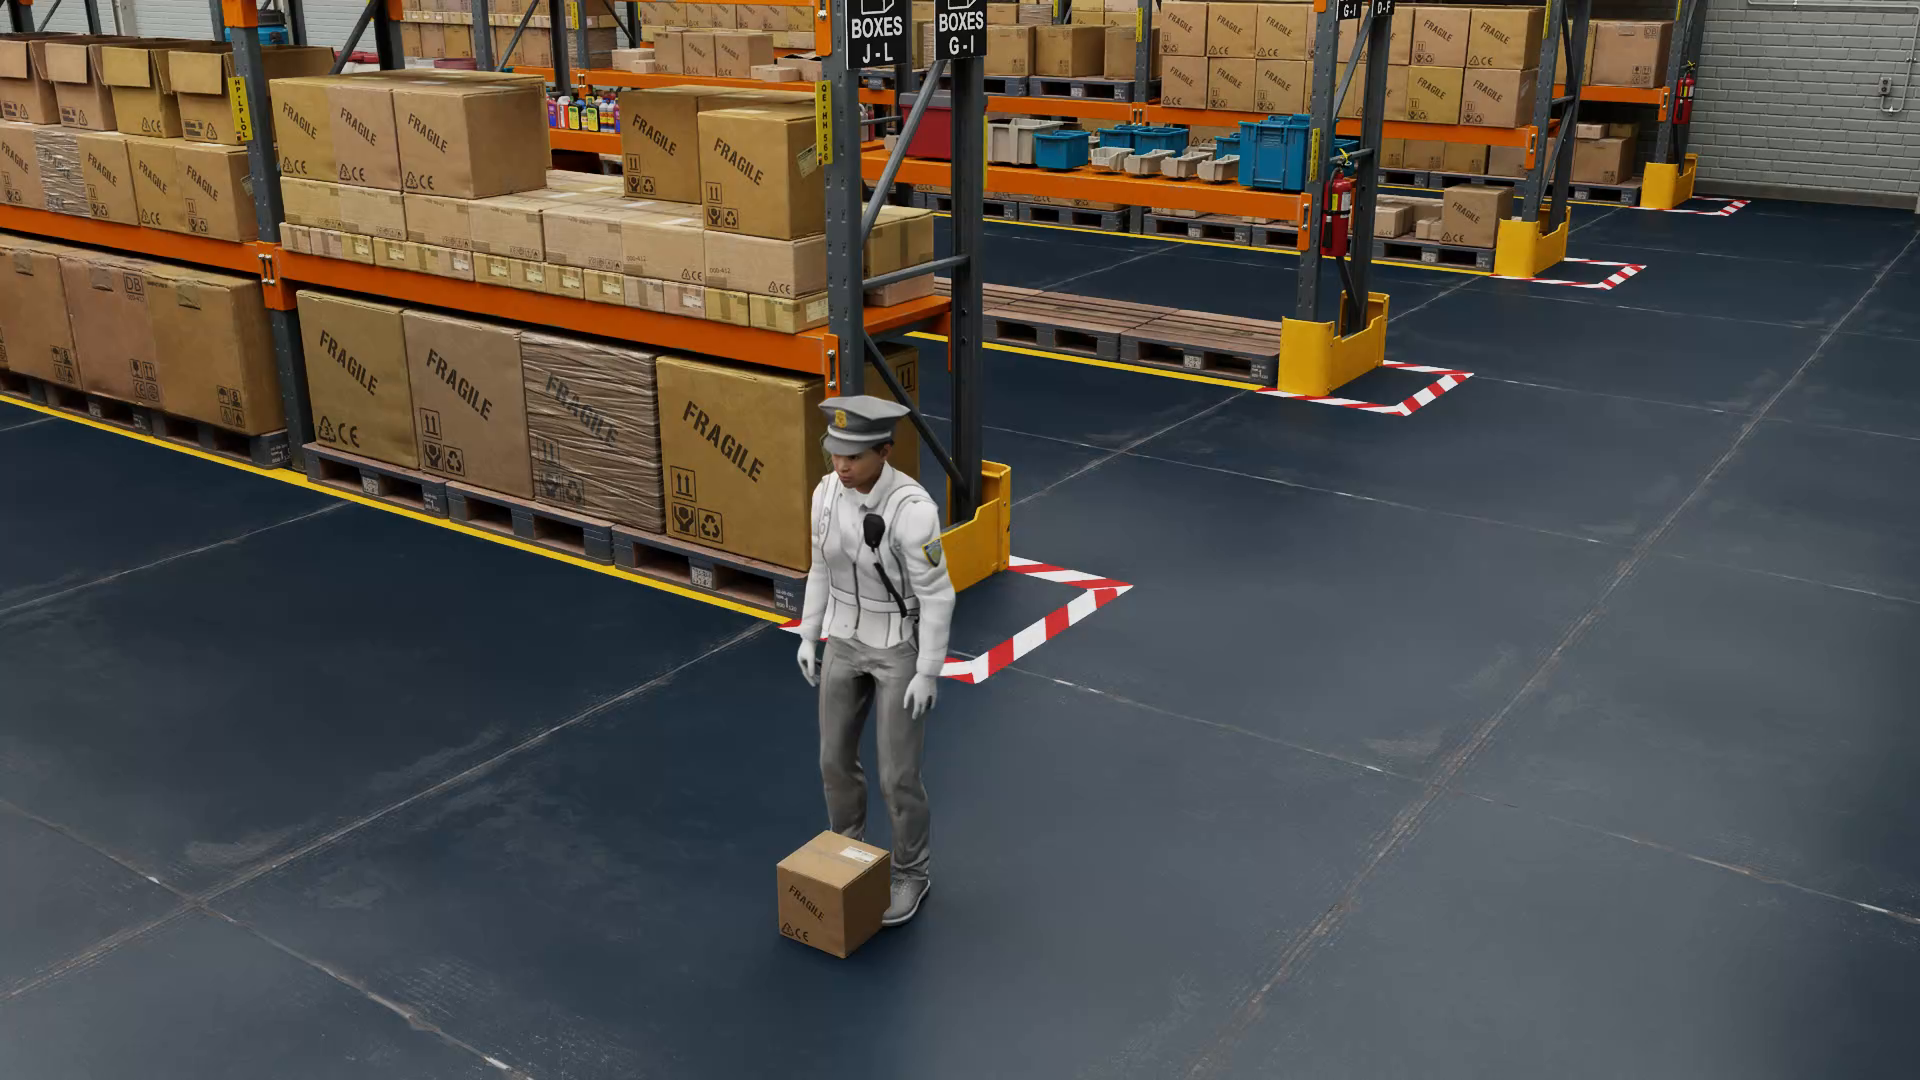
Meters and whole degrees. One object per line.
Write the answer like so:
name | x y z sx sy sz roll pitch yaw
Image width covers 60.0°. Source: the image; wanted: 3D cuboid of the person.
person | -0.262 0.356 5.085 0.529 1.664 0.371 13 24 32
